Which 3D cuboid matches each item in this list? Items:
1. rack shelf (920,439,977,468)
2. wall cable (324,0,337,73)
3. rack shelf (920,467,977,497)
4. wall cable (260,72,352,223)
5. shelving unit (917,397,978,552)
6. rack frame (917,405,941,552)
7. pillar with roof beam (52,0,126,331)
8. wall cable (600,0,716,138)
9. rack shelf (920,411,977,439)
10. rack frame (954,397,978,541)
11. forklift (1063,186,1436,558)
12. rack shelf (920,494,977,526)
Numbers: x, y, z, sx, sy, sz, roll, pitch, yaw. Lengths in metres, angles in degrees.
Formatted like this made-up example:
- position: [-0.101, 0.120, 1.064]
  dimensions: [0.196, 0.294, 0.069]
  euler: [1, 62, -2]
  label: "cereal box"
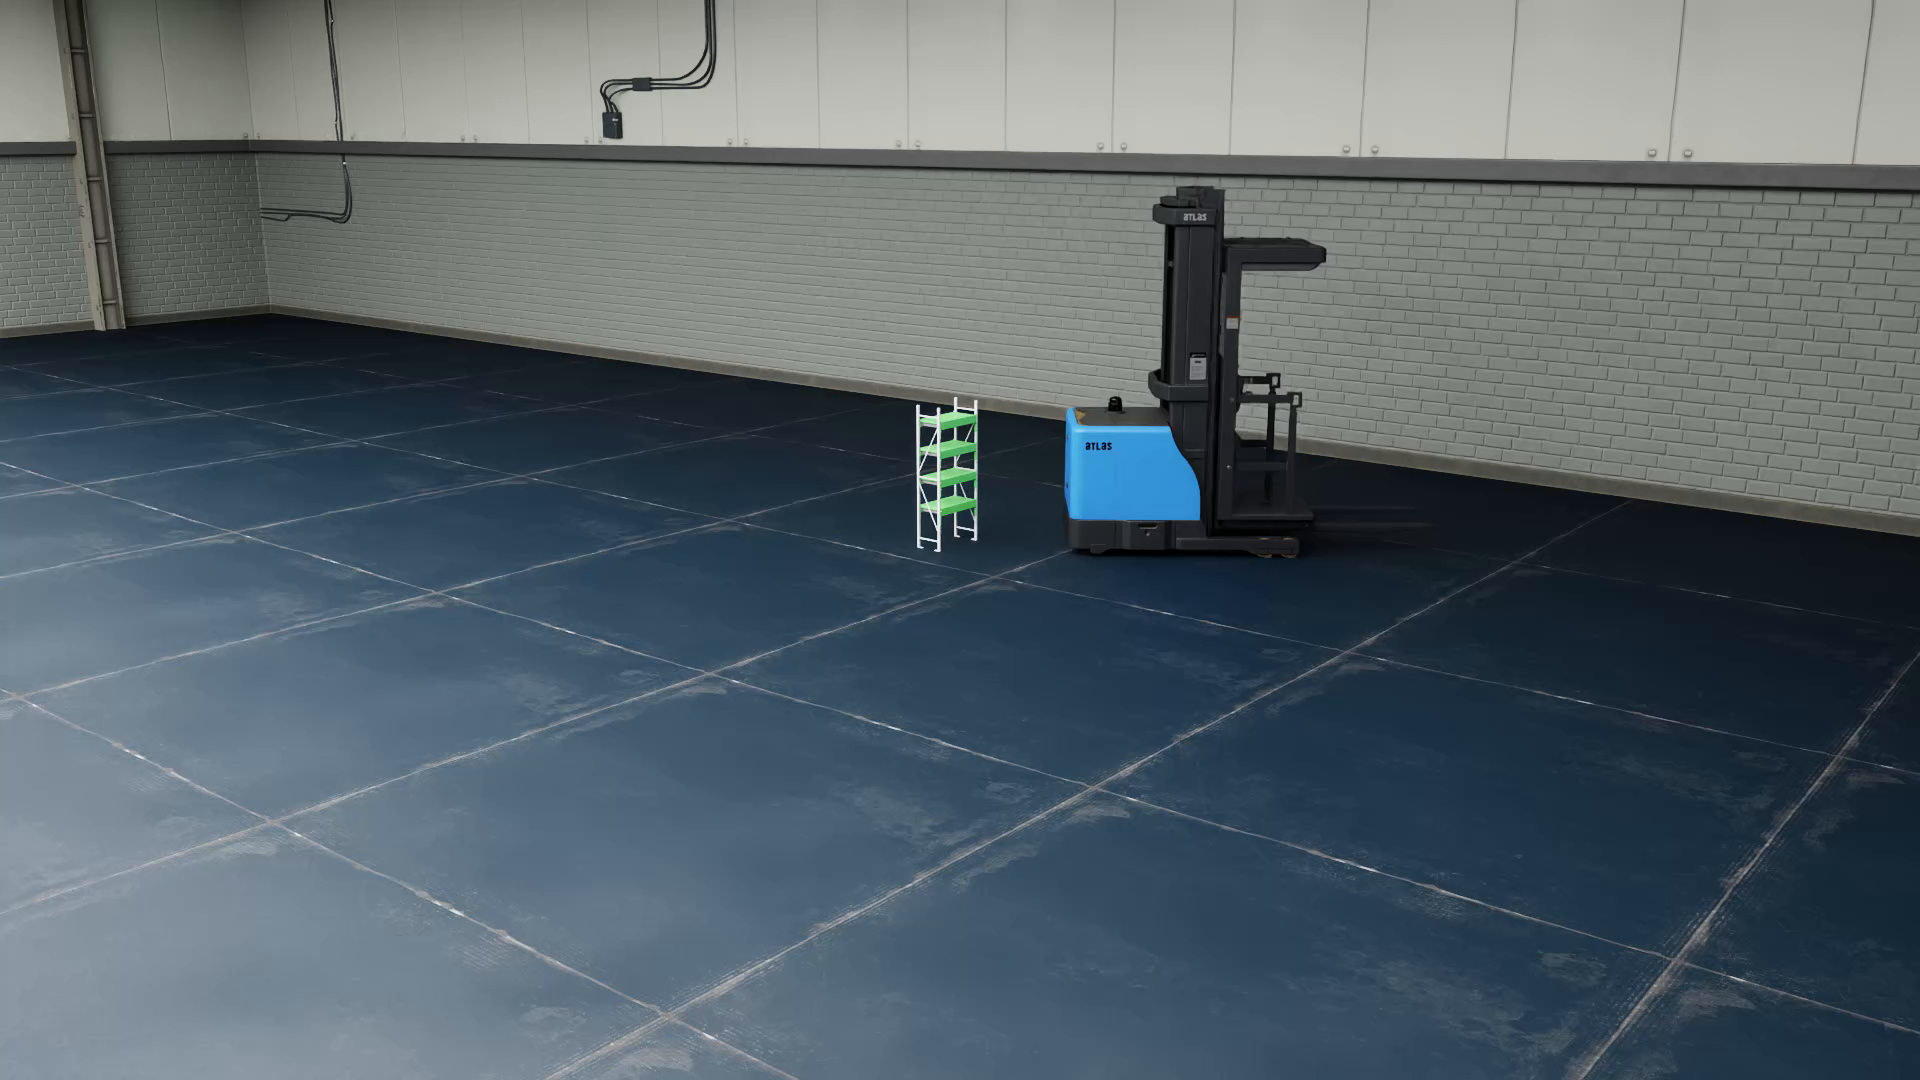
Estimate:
- position: [-0.104, -0.721, 13.807]
  dimensions: [0.258, 0.148, 0.480]
  euler: [11, 18, 38]
  label: "rack shelf"
- position: [-9.447, -8.832, 26.662]
  dimensions: [3.097, 2.526, 0.112]
  euler: [11, 18, 38]
  label: "wall cable"
- position: [-0.104, -0.488, 13.866]
  dimensions: [0.258, 0.148, 0.480]
  euler: [11, 18, 38]
  label: "rack shelf"
- position: [-11.552, -6.803, 28.931]
  dimensions: [3.097, 2.526, 0.112]
  euler: [11, 18, 38]
  label: "wall cable"
- position: [-0.104, -0.550, 13.850]
  dimensions: [0.258, 1.200, 0.503]
  euler: [11, 18, 38]
  label: "shelving unit"
- position: [-0.257, -0.503, 13.666]
  dimensions: [0.240, 1.200, 0.015]
  euler: [11, 18, 38]
  label: "rack frame"
- position: [-11.083, -7.282, 24.511]
  dimensions: [9.100, 9.000, 0.400]
  euler: [11, 18, 38]
  label: "pillar with roof beam"
- position: [-4.178, -8.484, 22.335]
  dimensions: [2.305, 6.003, 0.169]
  euler: [11, 18, 38]
  label: "wall cable"
- position: [-0.104, -0.953, 13.748]
  dimensions: [0.258, 0.148, 0.480]
  euler: [11, 18, 38]
  label: "rack shelf"
- position: [0.049, -0.597, 14.034]
  dimensions: [0.240, 1.200, 0.015]
  euler: [11, 18, 38]
  label: "rack frame"
- position: [2.405, -1.404, 13.698]
  dimensions: [3.031, 2.935, 1.130]
  euler: [0, 14, 1]
  label: "forklift"
- position: [-0.104, -0.255, 13.925]
  dimensions: [0.258, 0.148, 0.480]
  euler: [11, 18, 38]
  label: "rack shelf"
